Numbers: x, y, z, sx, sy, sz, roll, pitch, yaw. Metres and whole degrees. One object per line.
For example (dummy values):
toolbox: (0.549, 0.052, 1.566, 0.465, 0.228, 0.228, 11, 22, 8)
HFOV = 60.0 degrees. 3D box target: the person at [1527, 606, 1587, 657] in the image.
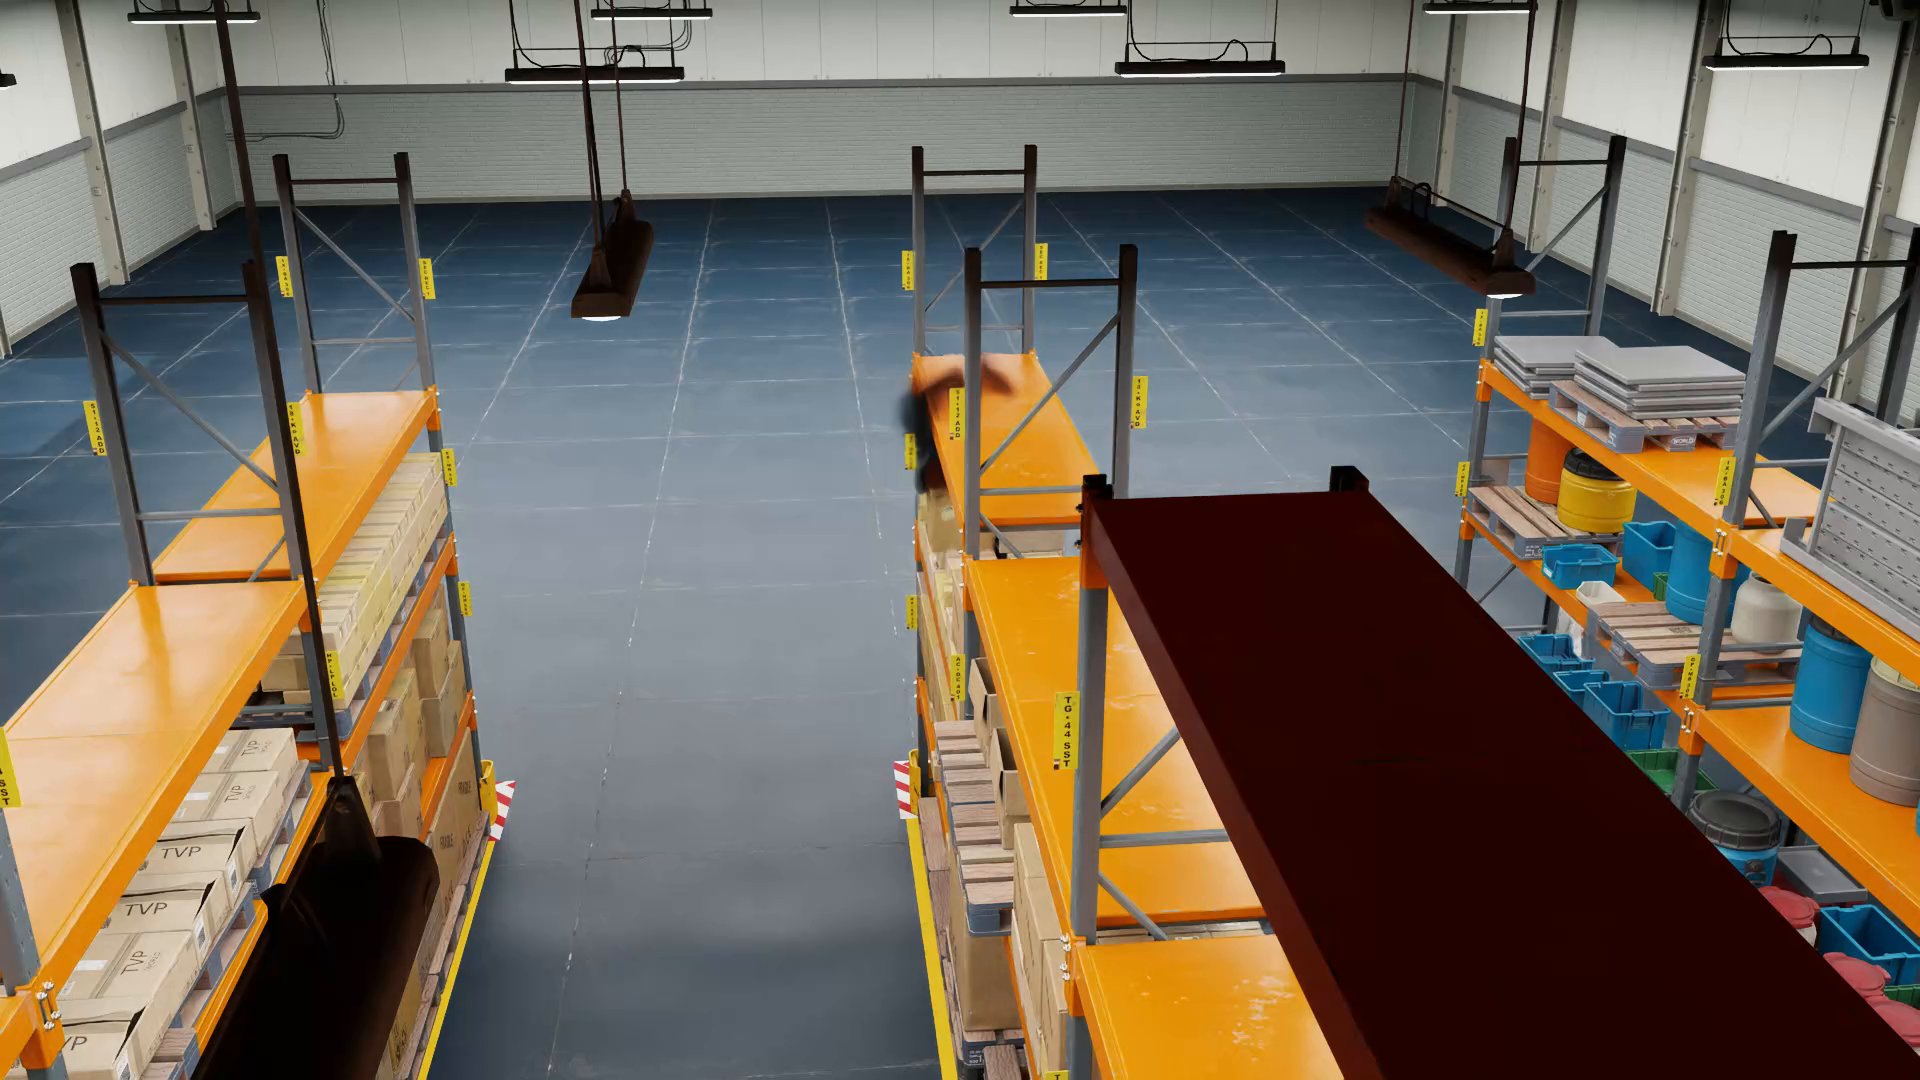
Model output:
person: (5.934, 1.107, 16.492, 0.592, 1.737, 0.682, 19, 28, 39)
